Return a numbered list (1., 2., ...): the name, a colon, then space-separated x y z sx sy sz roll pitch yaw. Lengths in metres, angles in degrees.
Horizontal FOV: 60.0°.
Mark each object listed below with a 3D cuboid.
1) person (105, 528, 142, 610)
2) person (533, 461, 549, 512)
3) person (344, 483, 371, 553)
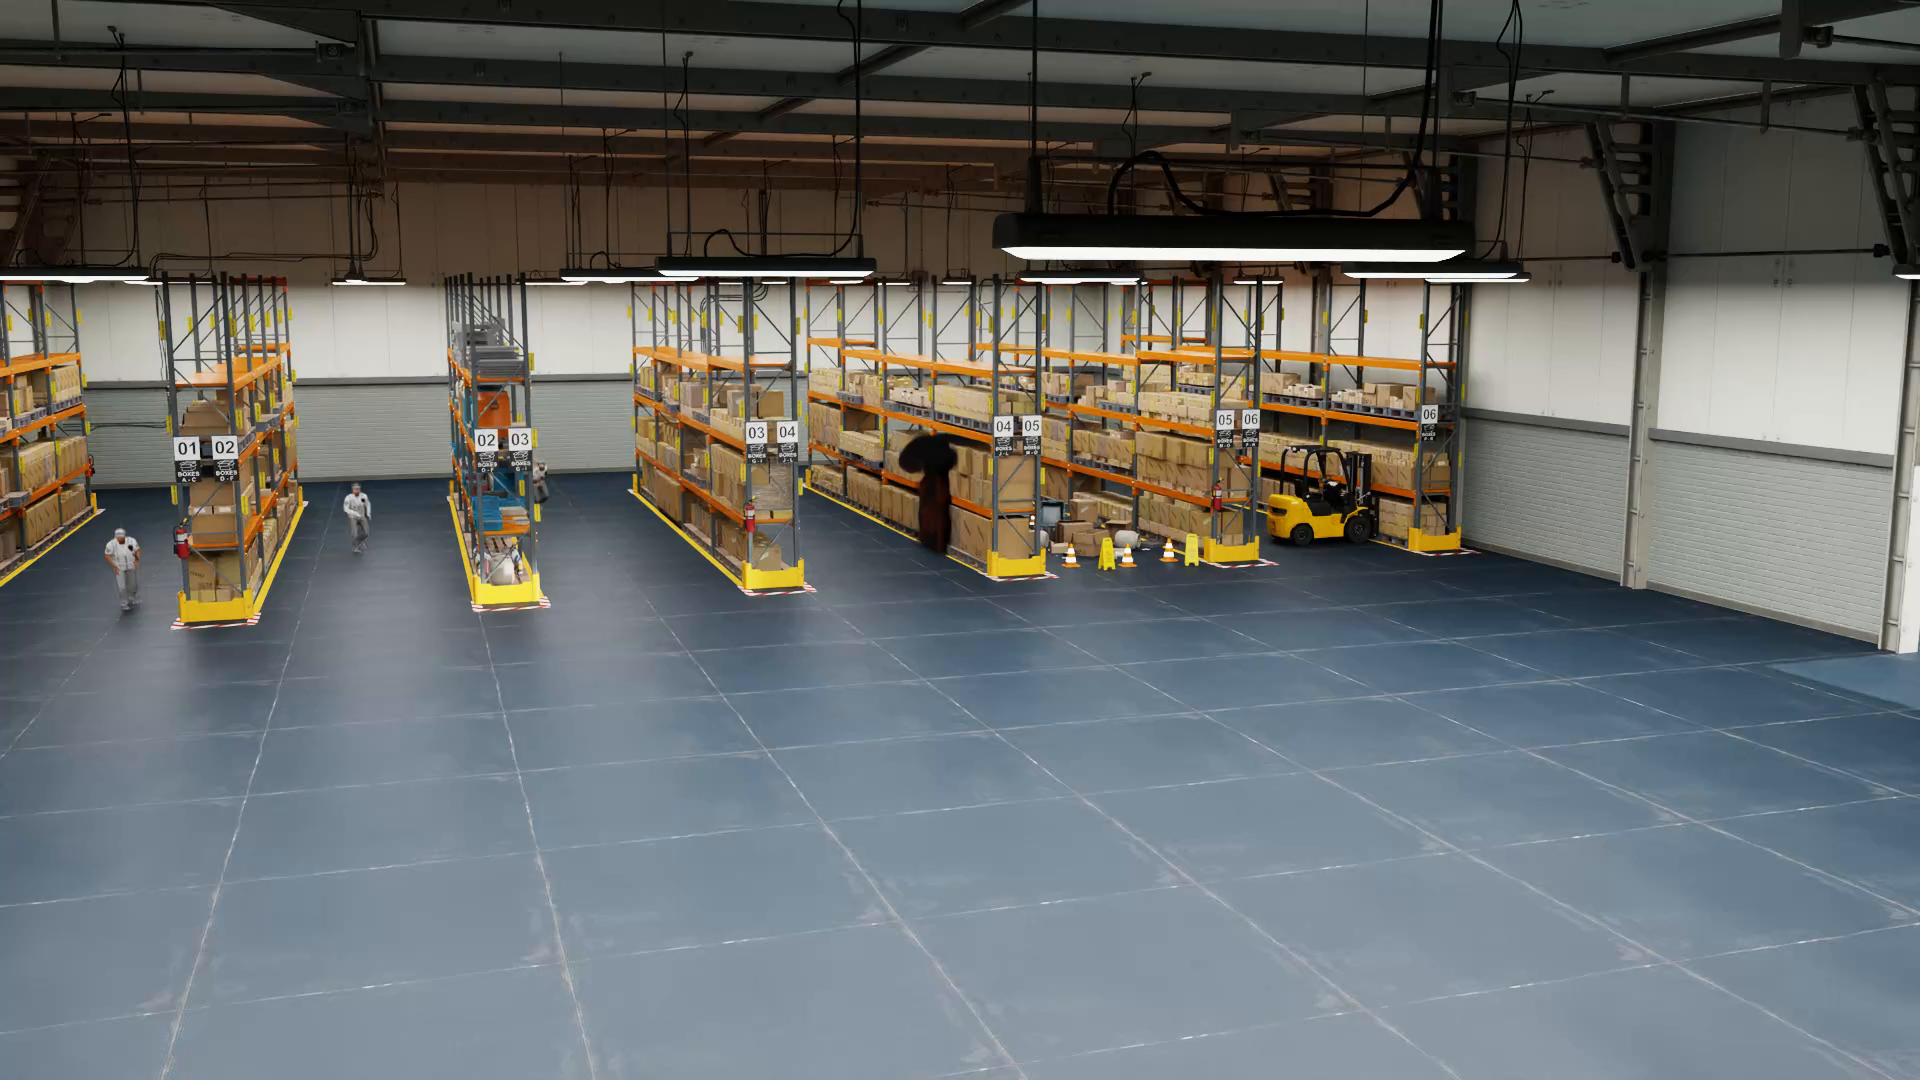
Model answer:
1. person: -14.982 0.497 29.841 0.650 1.511 0.906 -8 12 -43
2. person: -10.759 -1.375 42.566 0.584 1.374 0.957 -8 12 -42
3. person: -13.074 -0.482 36.109 0.603 1.572 0.714 -6 11 -35
